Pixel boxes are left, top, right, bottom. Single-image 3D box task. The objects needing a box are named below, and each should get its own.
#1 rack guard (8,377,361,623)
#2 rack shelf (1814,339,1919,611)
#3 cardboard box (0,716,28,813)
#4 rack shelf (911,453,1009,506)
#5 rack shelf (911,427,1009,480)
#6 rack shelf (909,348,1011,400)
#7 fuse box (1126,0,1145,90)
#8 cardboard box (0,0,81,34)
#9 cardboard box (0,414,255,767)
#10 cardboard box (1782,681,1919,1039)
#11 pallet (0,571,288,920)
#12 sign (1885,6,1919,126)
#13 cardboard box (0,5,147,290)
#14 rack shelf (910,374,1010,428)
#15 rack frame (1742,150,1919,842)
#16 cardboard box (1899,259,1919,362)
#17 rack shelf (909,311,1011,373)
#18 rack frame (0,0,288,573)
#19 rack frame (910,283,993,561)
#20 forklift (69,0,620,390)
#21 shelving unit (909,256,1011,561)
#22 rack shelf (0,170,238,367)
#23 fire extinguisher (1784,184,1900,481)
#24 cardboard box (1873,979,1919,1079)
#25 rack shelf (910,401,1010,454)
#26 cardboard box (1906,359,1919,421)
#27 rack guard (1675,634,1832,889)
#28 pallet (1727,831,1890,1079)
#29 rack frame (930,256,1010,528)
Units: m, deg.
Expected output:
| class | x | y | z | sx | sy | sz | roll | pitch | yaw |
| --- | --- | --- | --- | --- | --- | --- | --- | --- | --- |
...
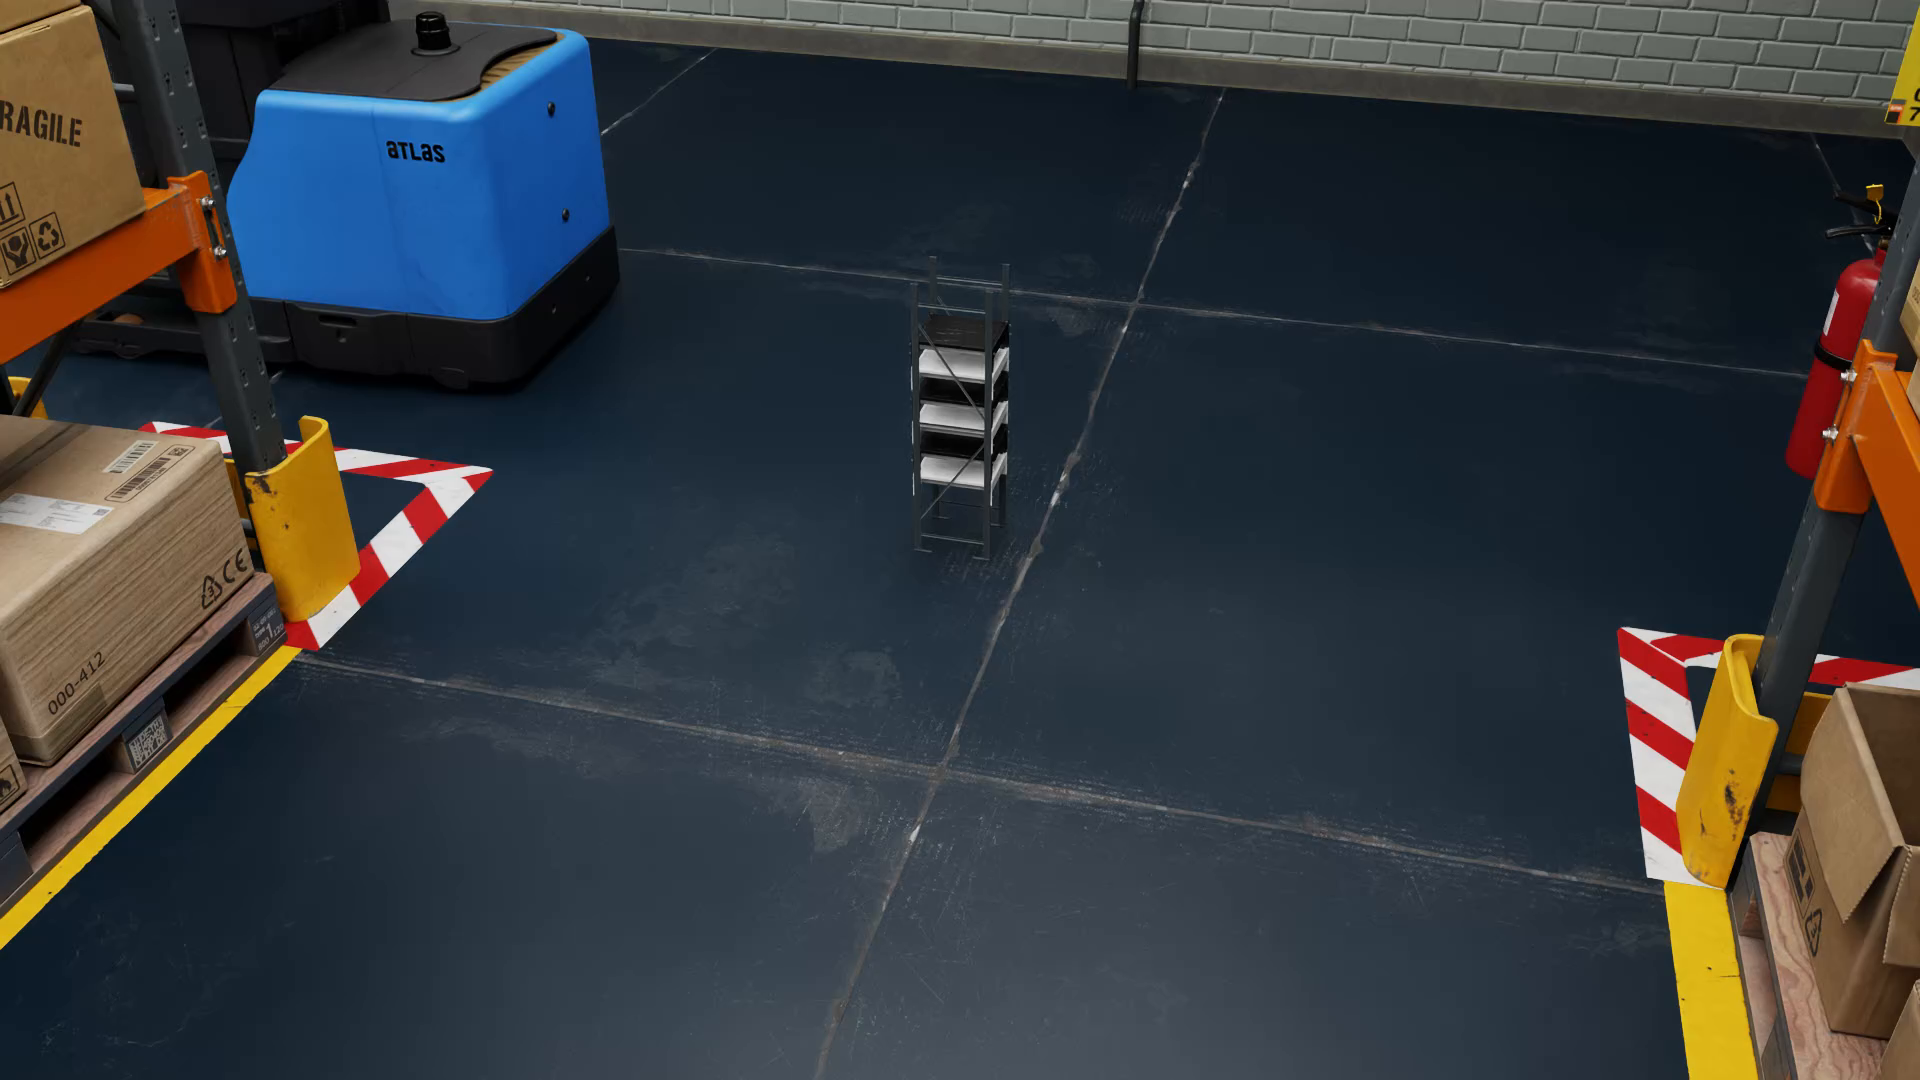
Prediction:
| class | x | y | z | sx | sy | sz | roll | pitch | yaw |
| --- | --- | --- | --- | --- | --- | --- | --- | --- | --- |
| rack guard | -2.433 | -0.130 | 4.988 | 1.175 | 0.500 | 0.348 | 8 | 33 | 12 |
| rack shelf | 1.855 | 0.843 | 1.799 | 1.077 | 0.370 | 4.000 | 8 | 33 | 12 |
| cardboard box | -2.734 | 0.564 | 3.564 | 0.875 | 0.438 | 0.875 | 9 | 34 | 14 |
| rack shelf | 0.002 | -0.204 | 5.130 | 0.258 | 0.077 | 0.200 | 8 | 33 | 12 |
| rack shelf | 0.002 | -0.280 | 5.081 | 0.258 | 0.077 | 0.200 | 8 | 33 | 12 |
| rack shelf | 0.002 | -0.508 | 4.937 | 0.258 | 0.077 | 0.200 | 8 | 33 | 12 |
| fuse box | 0.964 | -3.196 | 8.683 | 0.539 | 1.711 | 0.414 | 8 | 33 | 12 |
| cardboard box | -2.331 | -1.354 | 3.559 | 0.500 | 0.500 | 0.500 | 9 | 34 | 14 |
| cardboard box | -2.510 | 0.088 | 4.313 | 0.875 | 0.438 | 0.875 | 7 | 33 | 11 |
| cardboard box | 2.116 | 0.682 | 3.316 | 0.797 | 0.503 | 0.637 | 7 | 33 | 10 |
| pallet | -2.567 | 0.430 | 4.377 | 1.003 | 0.211 | 1.213 | 8 | 33 | 12 |
| sign | 1.838 | -0.938 | 3.122 | 0.100 | 0.325 | 0.005 | 8 | 33 | 12 |
| cardboard box | -2.306 | -0.928 | 3.821 | 0.500 | 0.500 | 0.500 | 8 | 33 | 13 |
| rack shelf | 0.002 | -0.432 | 4.985 | 0.258 | 0.077 | 0.200 | 8 | 33 | 12 |
| rack frame | 2.363 | -0.498 | 3.238 | 1.000 | 3.000 | 0.127 | 8 | 33 | 12 |
| cardboard box | 1.987 | -0.362 | 2.886 | 0.500 | 0.250 | 0.500 | 8 | 33 | 13 |
| rack shelf | 0.002 | -0.584 | 4.888 | 0.258 | 0.077 | 0.200 | 8 | 33 | 12 |
| rack frame | -2.439 | -1.172 | 4.298 | 1.000 | 3.000 | 0.127 | 8 | 33 | 12 |
| rack frame | -0.024 | -0.331 | 4.932 | 0.240 | 0.900 | 0.006 | 8 | 33 | 12 |
| forklift | -2.959 | -2.193 | 5.967 | 3.031 | 2.935 | 1.130 | 7 | 33 | 11 |
| shelving unit | 0.002 | -0.384 | 5.015 | 0.258 | 0.900 | 0.210 | 8 | 33 | 12 |
| rack shelf | -2.947 | 0.169 | 2.859 | 1.077 | 0.370 | 4.000 | 8 | 33 | 12 |
| fire extinguisher | 1.953 | -0.448 | 3.578 | 0.296 | 0.674 | 0.183 | 8 | 33 | 12 |
| cardboard box | 1.861 | 1.122 | 2.628 | 0.700 | 0.500 | 0.500 | 9 | 34 | 14 |
| rack shelf | 0.002 | -0.356 | 5.033 | 0.258 | 0.077 | 0.200 | 8 | 33 | 12 |
| cardboard box | 2.014 | -0.259 | 3.096 | 0.380 | 0.149 | 0.250 | 8 | 33 | 12 |
| rack guard | 2.344 | 0.596 | 3.847 | 1.175 | 0.500 | 0.348 | 8 | 33 | 12 |
| pallet | 2.142 | 1.132 | 3.273 | 1.003 | 0.211 | 1.213 | 8 | 33 | 12 |
| rack frame | 0.028 | -0.437 | 5.098 | 0.240 | 0.900 | 0.006 | 8 | 33 | 12 |
